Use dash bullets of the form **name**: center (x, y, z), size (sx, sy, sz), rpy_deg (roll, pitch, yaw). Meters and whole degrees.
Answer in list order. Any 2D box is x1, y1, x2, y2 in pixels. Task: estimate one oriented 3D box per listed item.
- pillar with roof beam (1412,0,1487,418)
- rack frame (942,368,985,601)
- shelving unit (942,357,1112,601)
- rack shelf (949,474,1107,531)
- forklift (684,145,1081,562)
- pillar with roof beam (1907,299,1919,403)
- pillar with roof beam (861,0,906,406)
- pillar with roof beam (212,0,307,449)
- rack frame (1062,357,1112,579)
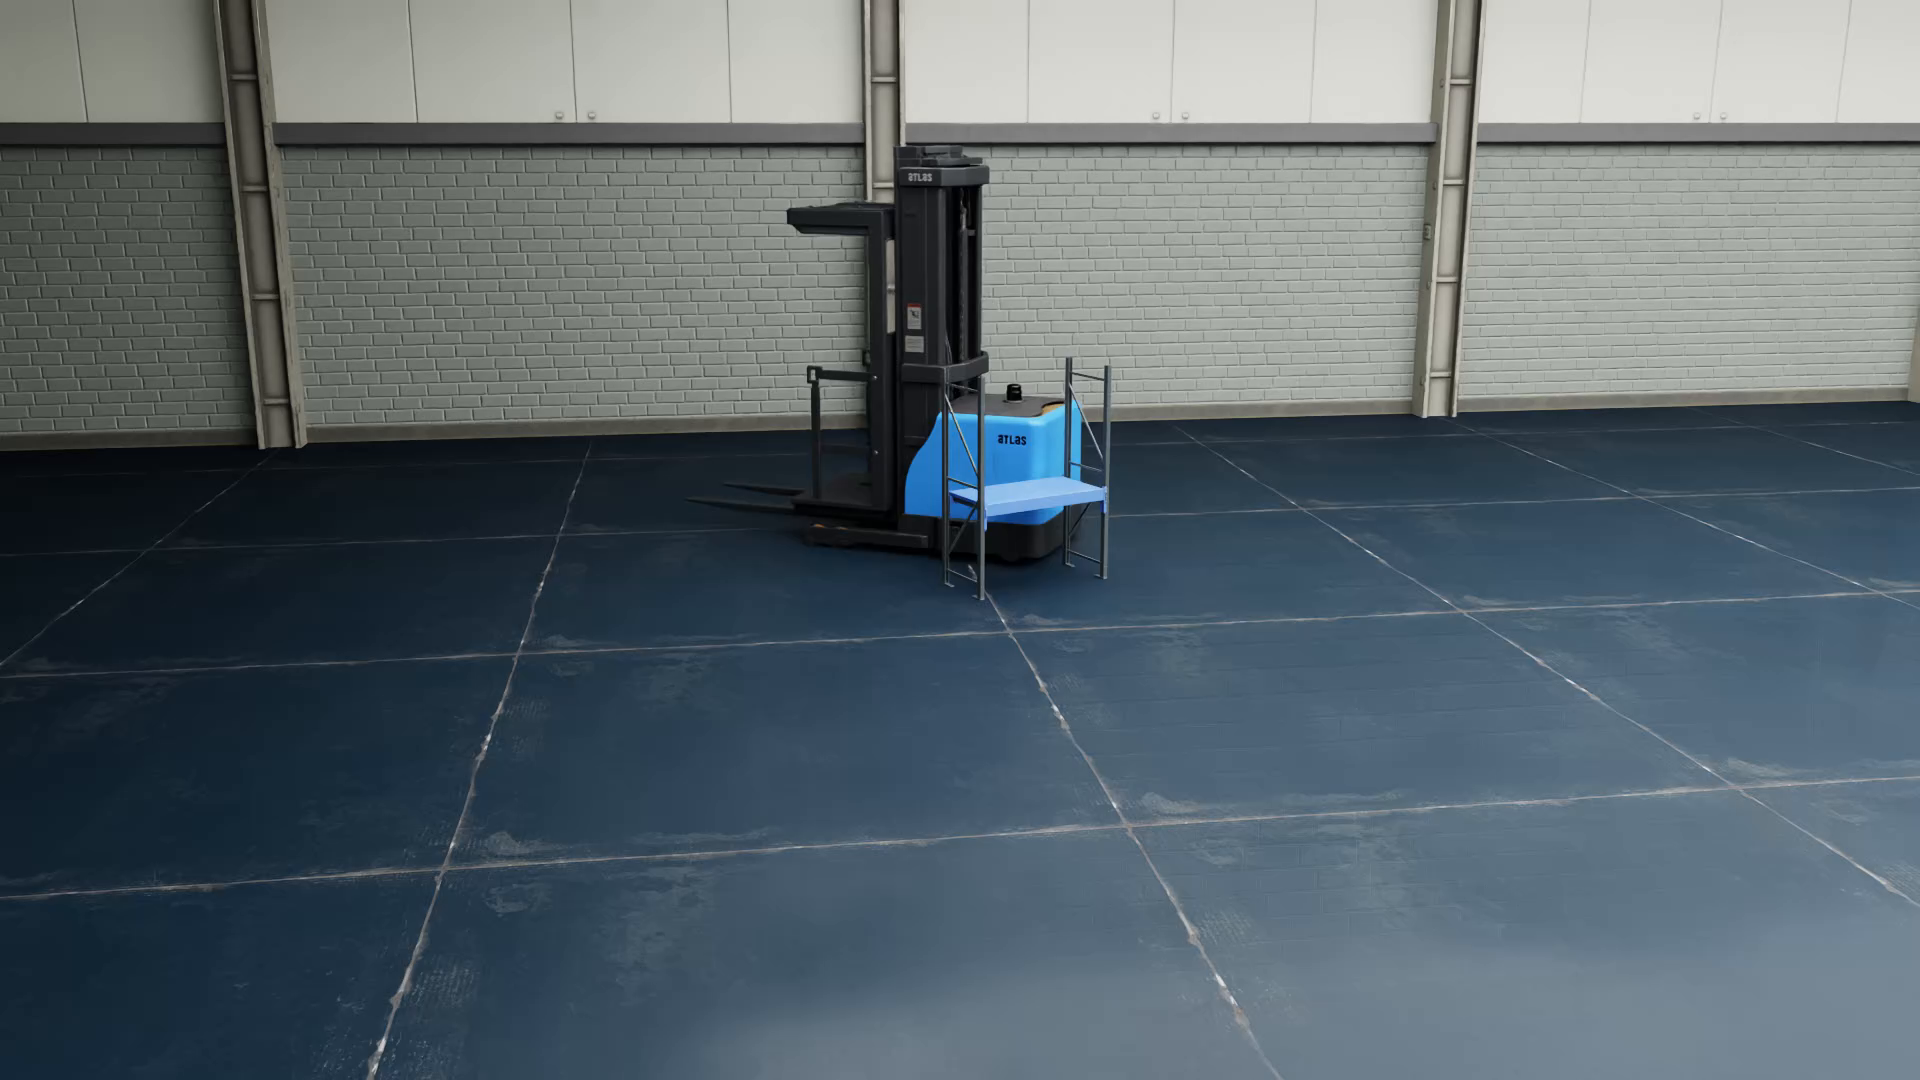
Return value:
- **pillar with roof beam**: center (5.817, -4.697, 12.951), size (0.400, 9.000, 9.100), rpy_deg (-2, 14, -8)
- **rack frame**: center (0.019, -0.376, 11.137), size (0.032, 1.500, 0.500), rpy_deg (-9, 16, -31)
- **shelving unit**: center (0.452, -0.441, 11.396), size (1.048, 1.500, 0.538), rpy_deg (-9, 16, -31)
- **rack shelf**: center (0.452, -0.266, 11.439), size (1.000, 0.185, 0.538), rpy_deg (-9, 16, -31)
- **forklift**: center (-0.642, -1.468, 12.552), size (3.031, 2.935, 1.130), rpy_deg (5, 15, 21)
- **pillar with roof beam**: center (11.751, -4.914, 13.818), size (0.400, 9.000, 9.100), rpy_deg (-2, 14, -8)
- **pillar with roof beam**: center (-0.116, -4.479, 12.084), size (0.400, 9.000, 9.100), rpy_deg (-2, 14, -8)
- **pillar with roof beam**: center (-6.049, -4.262, 11.217), size (0.400, 9.000, 9.100), rpy_deg (-2, 14, -8)
- **rack frame**: center (0.885, -0.505, 11.654), size (0.032, 1.500, 0.500), rpy_deg (-9, 16, -31)
